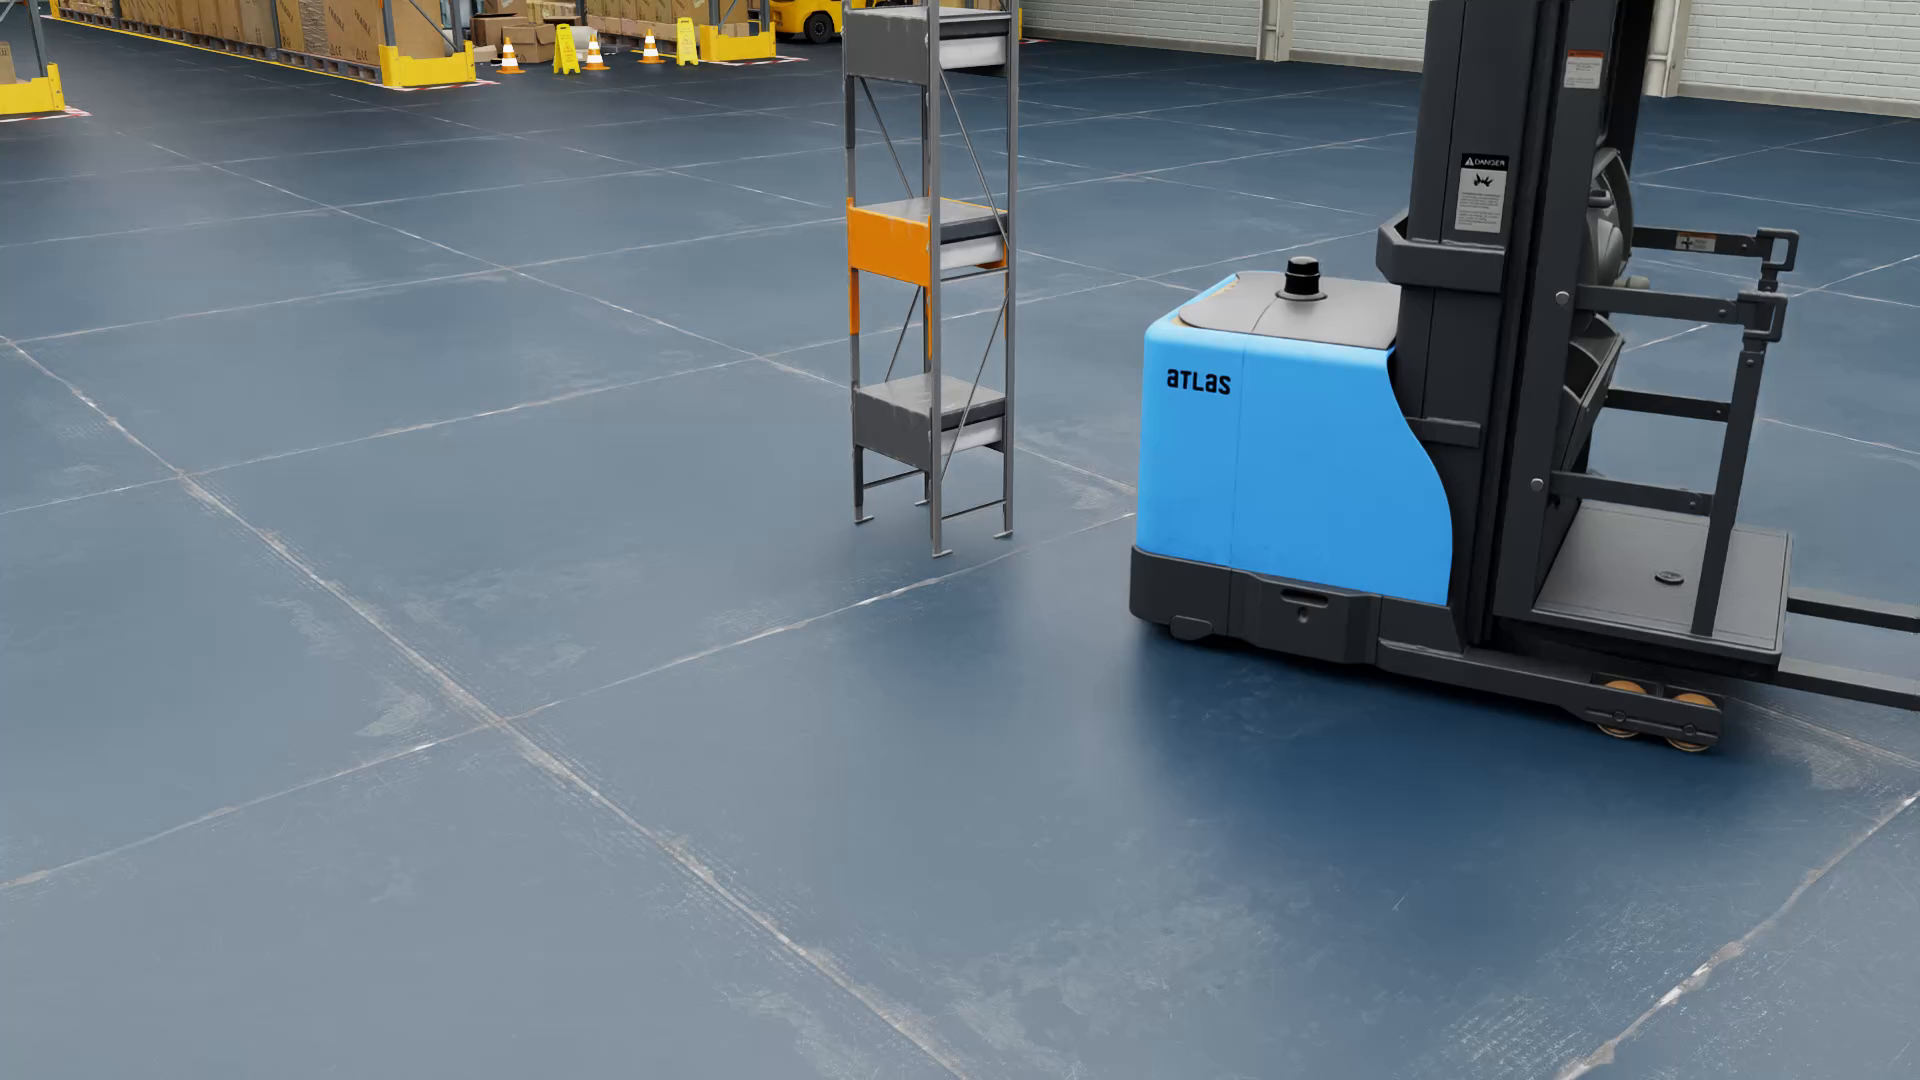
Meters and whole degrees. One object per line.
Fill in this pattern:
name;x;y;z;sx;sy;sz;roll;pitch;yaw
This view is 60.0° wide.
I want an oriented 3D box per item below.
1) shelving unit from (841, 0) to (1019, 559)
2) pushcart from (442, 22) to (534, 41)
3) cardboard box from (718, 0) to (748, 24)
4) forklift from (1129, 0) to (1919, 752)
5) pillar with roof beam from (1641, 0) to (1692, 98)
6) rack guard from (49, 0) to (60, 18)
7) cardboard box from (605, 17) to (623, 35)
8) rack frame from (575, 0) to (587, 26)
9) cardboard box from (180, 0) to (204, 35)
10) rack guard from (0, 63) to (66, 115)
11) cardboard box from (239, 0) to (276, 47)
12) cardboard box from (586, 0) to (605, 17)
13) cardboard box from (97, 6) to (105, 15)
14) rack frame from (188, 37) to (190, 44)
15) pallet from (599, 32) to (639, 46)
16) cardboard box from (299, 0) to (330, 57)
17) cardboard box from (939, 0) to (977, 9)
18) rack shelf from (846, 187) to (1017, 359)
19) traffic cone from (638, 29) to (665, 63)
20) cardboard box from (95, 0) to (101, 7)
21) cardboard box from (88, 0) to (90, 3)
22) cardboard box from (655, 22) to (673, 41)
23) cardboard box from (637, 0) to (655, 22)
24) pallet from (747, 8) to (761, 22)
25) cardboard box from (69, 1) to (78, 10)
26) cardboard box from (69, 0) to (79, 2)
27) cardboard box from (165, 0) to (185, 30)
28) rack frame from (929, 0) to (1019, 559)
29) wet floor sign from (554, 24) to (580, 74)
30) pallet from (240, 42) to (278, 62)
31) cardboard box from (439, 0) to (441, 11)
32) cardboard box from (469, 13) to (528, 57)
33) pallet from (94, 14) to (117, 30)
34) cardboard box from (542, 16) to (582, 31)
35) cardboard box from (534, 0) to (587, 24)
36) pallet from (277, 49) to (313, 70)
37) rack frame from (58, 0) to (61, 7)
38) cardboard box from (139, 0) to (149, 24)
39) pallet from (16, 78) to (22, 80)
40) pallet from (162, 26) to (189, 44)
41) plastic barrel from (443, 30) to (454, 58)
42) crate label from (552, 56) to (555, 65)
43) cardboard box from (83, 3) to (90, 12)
shelving unit;-0.108;-1.023;6.218;0.431;2.100;0.503;-17;27;-37
pushcart;-7.565;-7.915;26.176;0.936;0.377;1.648;12;24;27
cardboard box;-3.592;-8.147;25.338;0.500;0.500;0.500;-19;28;-39
forklift;2.129;-0.963;4.924;3.031;2.935;1.130;10;24;25
pillar with roof beam;5.298;-8.630;16.180;9.100;9.000;0.400;-17;27;-37
rack guard;-17.338;-10.617;32.905;1.175;0.500;0.348;-17;27;-37
cardboard box;-5.333;-8.236;26.593;0.500;0.250;0.500;-16;26;-34
rack frame;-5.870;-9.693;27.118;1.000;3.000;0.127;-17;27;-37
cardboard box;-11.836;-8.550;26.709;1.050;0.750;0.750;-18;28;-38
rack guard;-10.817;-5.086;18.783;1.175;0.500;0.348;-17;27;-37
cardboard box;-10.028;-7.785;24.755;1.050;0.750;0.750;-18;27;-38
cardboard box;-5.690;-8.730;26.826;0.500;0.500;0.500;-16;26;-35
cardboard box;-15.618;-9.741;30.576;0.380;0.149;0.250;-19;28;-39
rack frame;-12.165;-9.592;26.860;1.000;3.000;0.127;-17;27;-37
pallet;-5.405;-8.217;27.175;1.003;0.211;1.213;-17;27;-37
cardboard box;-8.606;-7.254;23.230;0.875;0.875;0.875;-17;27;-37
cardboard box;-0.056;-8.978;27.803;0.500;0.250;0.500;-18;28;-38
rack shelf;-0.108;-1.011;6.223;0.431;0.518;0.480;-17;27;-37
traffic cone;-4.517;-7.218;24.279;0.336;0.463;0.334;-17;27;-37
cardboard box;-15.597;-9.856;30.461;0.380;0.149;0.250;-19;28;-39
cardboard box;-16.169;-10.177;31.281;0.380;0.149;0.250;-16;26;-35
cardboard box;-4.323;-7.807;25.498;0.500;0.250;0.500;-17;27;-37
cardboard box;-4.647;-8.296;25.718;0.500;0.500;0.500;-18;28;-39
pallet;-3.424;-10.109;32.003;1.003;0.211;1.213;-17;27;-37
cardboard box;-16.804;-10.233;31.830;0.380;0.149;0.250;-17;27;-37
cardboard box;-16.792;-10.370;31.773;0.380;0.149;0.250;-16;27;-36
cardboard box;-12.793;-8.743;27.545;0.500;0.500;0.500;-18;27;-38
rack frame;0.051;-0.956;6.046;0.400;2.100;0.015;-17;27;-37
wet floor sign;-5.425;-6.749;22.829;0.232;0.644;0.267;17;27;36
pallet;-10.115;-7.383;25.045;1.003;0.211;1.213;-17;27;-37
cardboard box;-9.448;-10.462;31.420;0.875;0.875;0.875;-17;27;-37
cardboard box;-6.941;-7.628;25.082;0.797;0.637;0.503;-17;27;-37
pallet;-15.242;-9.576;30.642;1.003;0.211;1.213;-17;27;-37
cardboard box;-6.202;-7.910;25.991;0.500;0.500;0.500;0;21;-1
cardboard box;-6.687;-9.007;28.394;0.950;0.372;0.625;-15;26;-34
pallet;-9.117;-6.959;23.963;1.003;0.211;1.213;-17;27;-37
rack frame;-17.388;-11.802;32.503;1.000;3.000;0.127;-17;27;-37
cardboard box;-13.796;-9.174;28.645;0.500;0.500;0.500;-17;27;-37
pallet;-12.112;-5.521;20.290;1.003;0.211;1.213;-17;27;-37
pallet;-12.674;-8.510;27.921;1.003;0.211;1.213;-17;27;-37
plastic barrel;-7.652;-7.339;24.640;0.512;0.421;0.421;0;21;-1
crate label;-5.697;-6.911;23.940;0.298;0.136;0.250;7;23;18
cardboard box;-16.268;-10.025;31.299;0.380;0.149;0.250;-17;27;-37
